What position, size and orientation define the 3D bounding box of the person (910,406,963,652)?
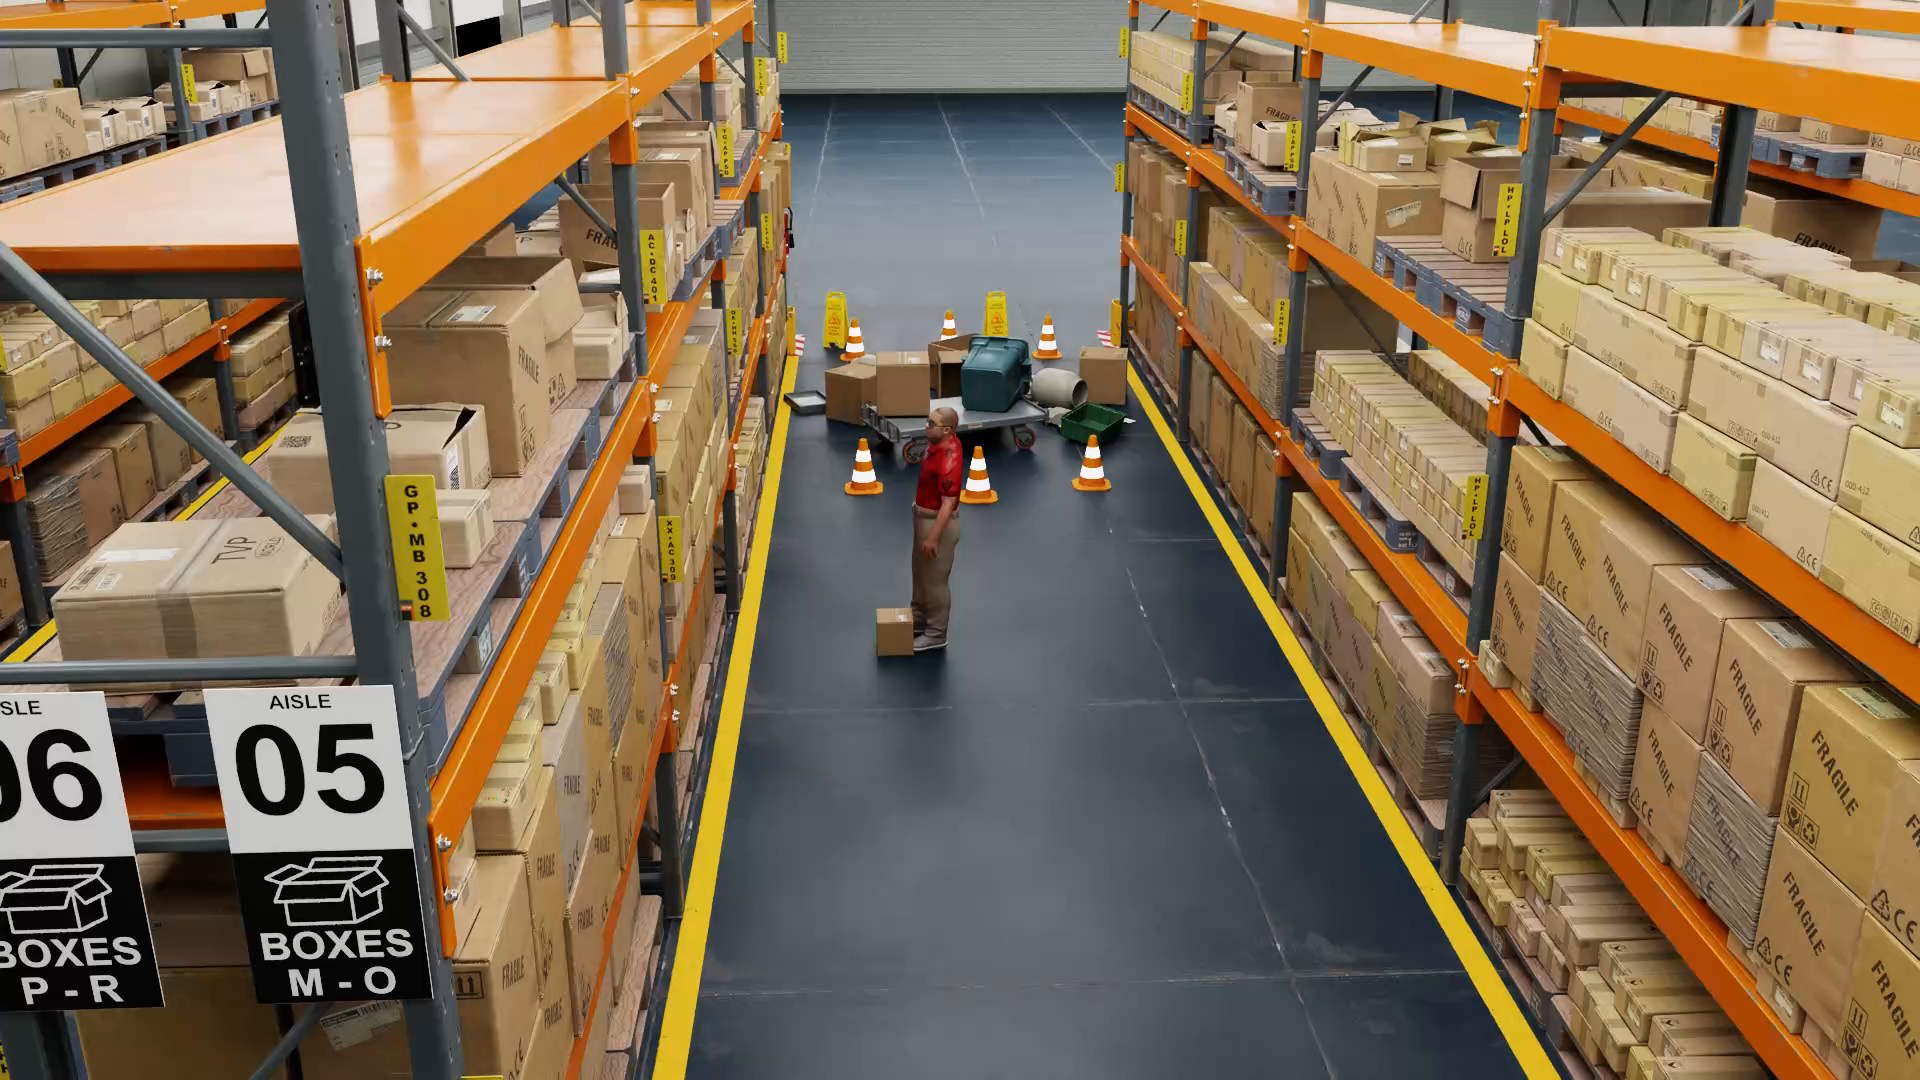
[{"bbox_3d":[-0.251,-0.080,11.290,0.550,1.728,0.642,-1,20,-3],"label":"person"}]
